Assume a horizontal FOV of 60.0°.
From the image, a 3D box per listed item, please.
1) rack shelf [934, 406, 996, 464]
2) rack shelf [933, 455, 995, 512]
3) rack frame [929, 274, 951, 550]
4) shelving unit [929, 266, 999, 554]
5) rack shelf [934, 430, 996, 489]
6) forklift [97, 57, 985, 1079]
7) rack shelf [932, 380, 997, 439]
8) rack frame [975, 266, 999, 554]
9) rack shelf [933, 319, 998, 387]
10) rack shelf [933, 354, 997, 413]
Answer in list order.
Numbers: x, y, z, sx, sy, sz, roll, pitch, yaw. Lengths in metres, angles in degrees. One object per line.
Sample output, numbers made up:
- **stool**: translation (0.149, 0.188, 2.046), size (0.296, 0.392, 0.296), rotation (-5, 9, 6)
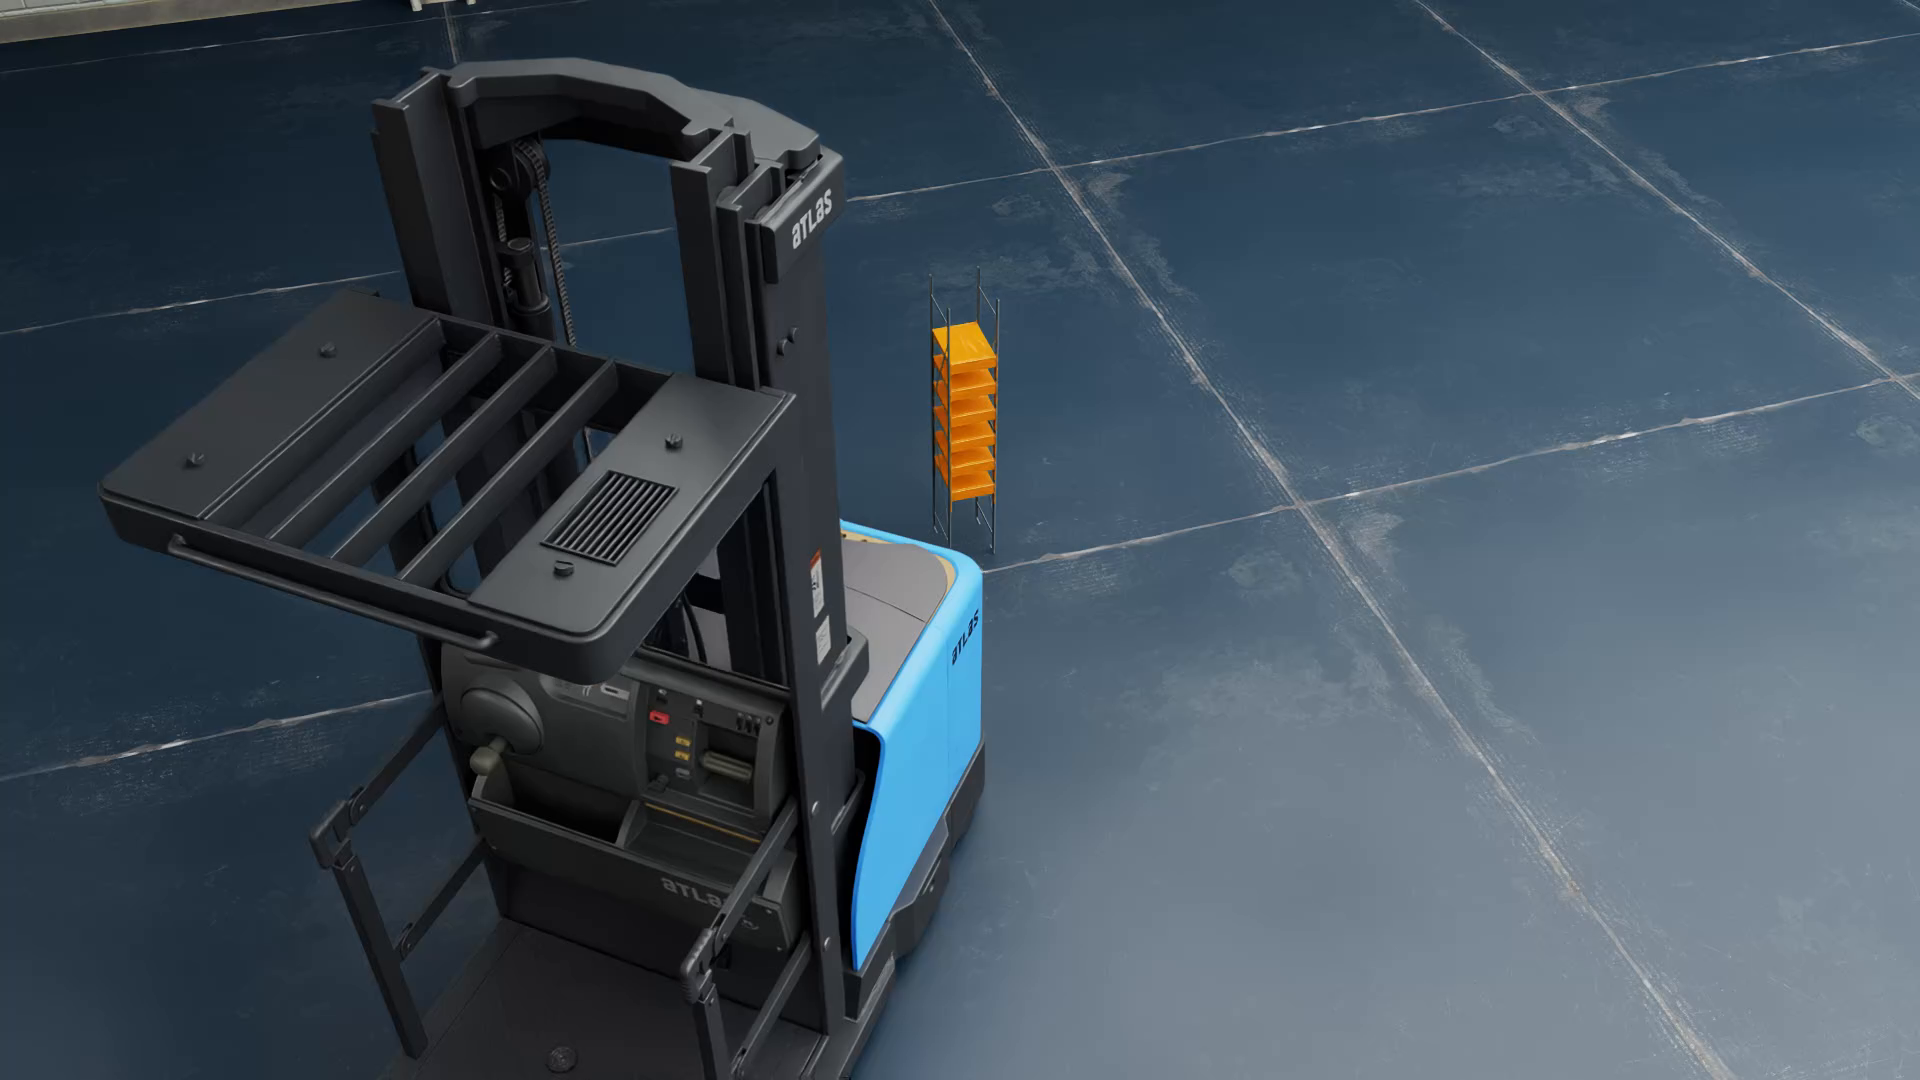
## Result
- **rack shelf**: translation (0.014, -0.421, 6.388), size (0.180, 0.103, 0.258), rotation (-12, 42, -13)
- **rack shelf**: translation (0.014, -0.241, 6.546), size (0.180, 0.103, 0.258), rotation (-12, 42, -13)
- **rack frame**: translation (-0.073, -0.437, 6.338), size (0.006, 1.200, 0.240), rotation (-12, 42, -13)
- **shelving unit**: translation (0.014, -0.455, 6.359), size (0.189, 1.200, 0.258), rotation (-12, 42, -13)
- **rack shelf**: translation (0.014, -0.331, 6.467), size (0.180, 0.103, 0.258), rotation (-12, 42, -13)
- **forklift**: translation (-0.940, 0.536, 3.909), size (1.130, 2.935, 3.031), rotation (15, 43, 16)
- **rack shelf**: translation (0.014, -0.512, 6.309), size (0.180, 0.103, 0.258), rotation (-12, 42, -13)
- **rack frame**: translation (0.101, -0.473, 6.379), size (0.006, 1.200, 0.240), rotation (-12, 42, -13)
- **rack shelf**: translation (0.014, -0.692, 6.151), size (0.180, 0.103, 0.258), rotation (-12, 42, -13)
- **rack shelf**: translation (0.014, -0.602, 6.230), size (0.180, 0.103, 0.258), rotation (-12, 42, -13)
